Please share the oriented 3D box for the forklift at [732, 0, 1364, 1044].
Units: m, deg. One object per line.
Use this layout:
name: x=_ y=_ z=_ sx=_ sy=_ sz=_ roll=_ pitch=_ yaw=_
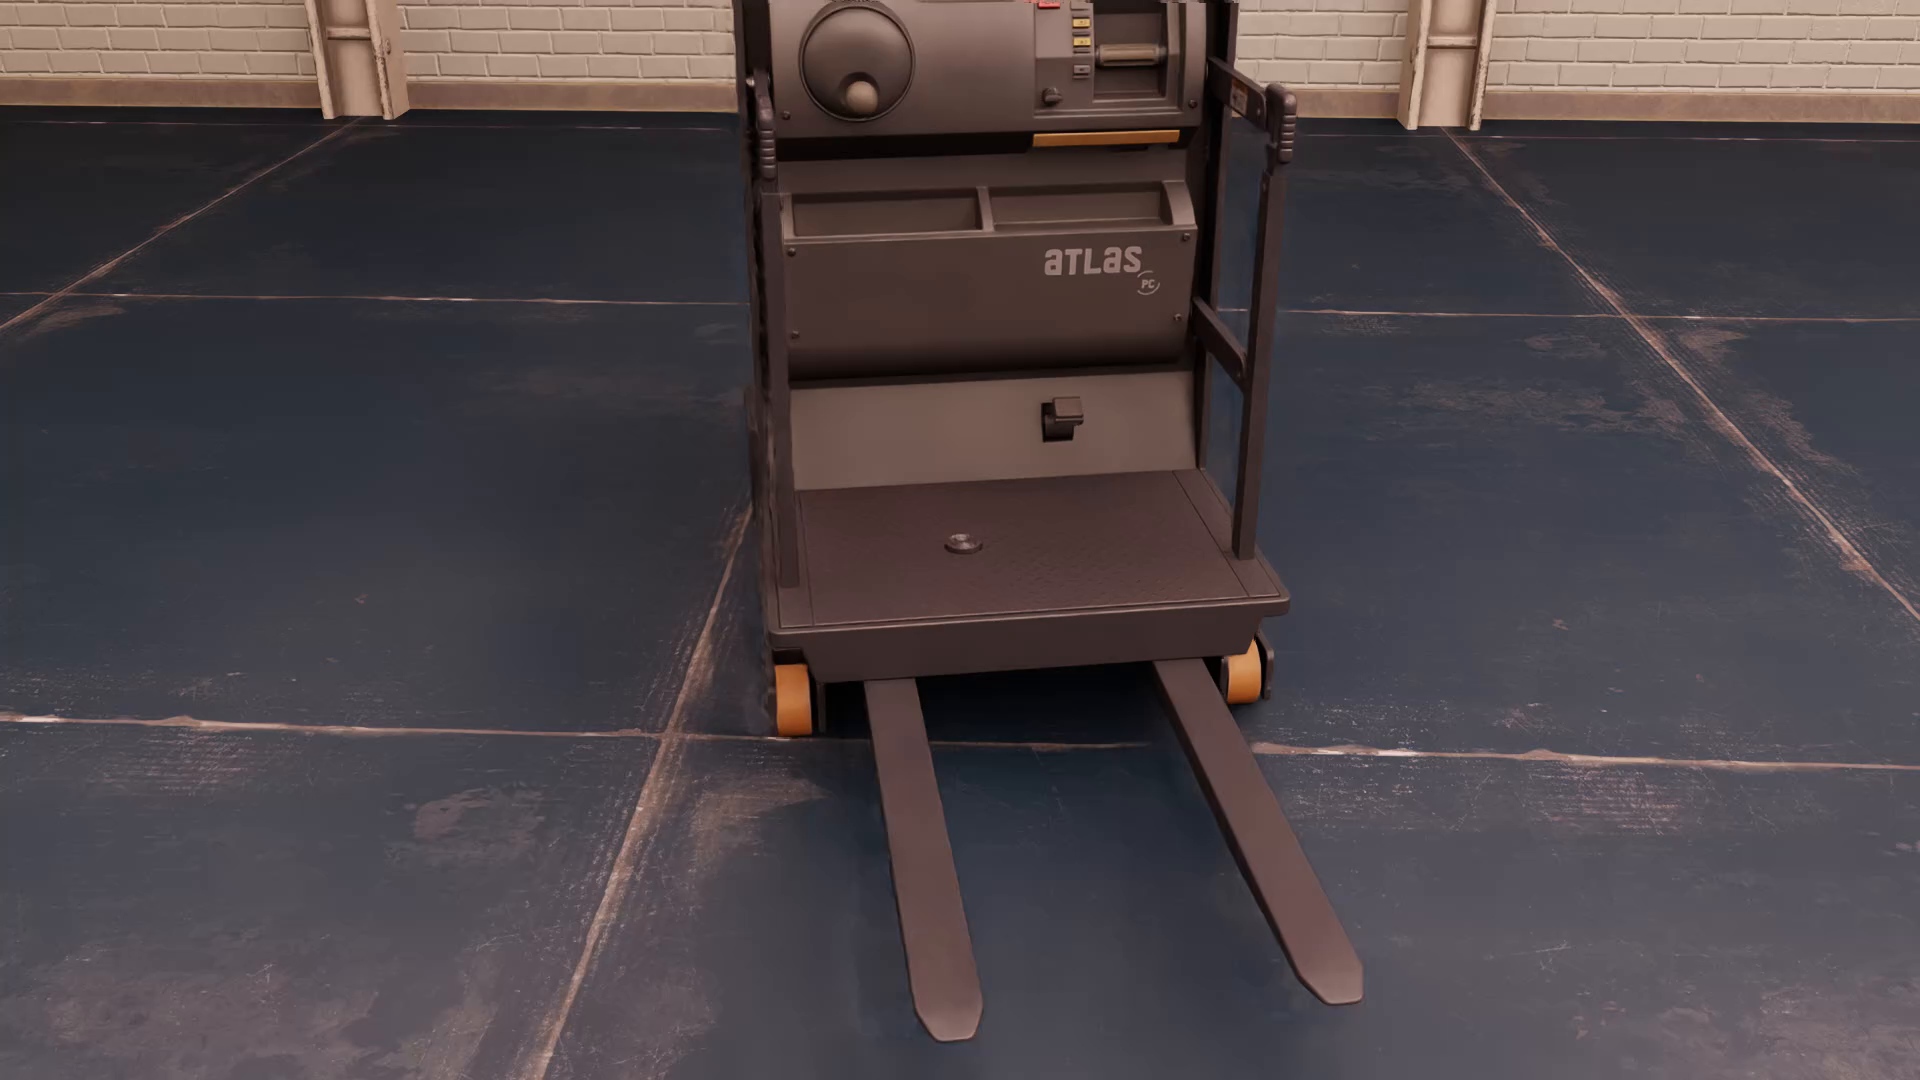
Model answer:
forklift: x=0.092 y=-1.046 z=3.329 sx=1.130 sy=2.935 sz=3.031 roll=-3 pitch=26 yaw=-7
